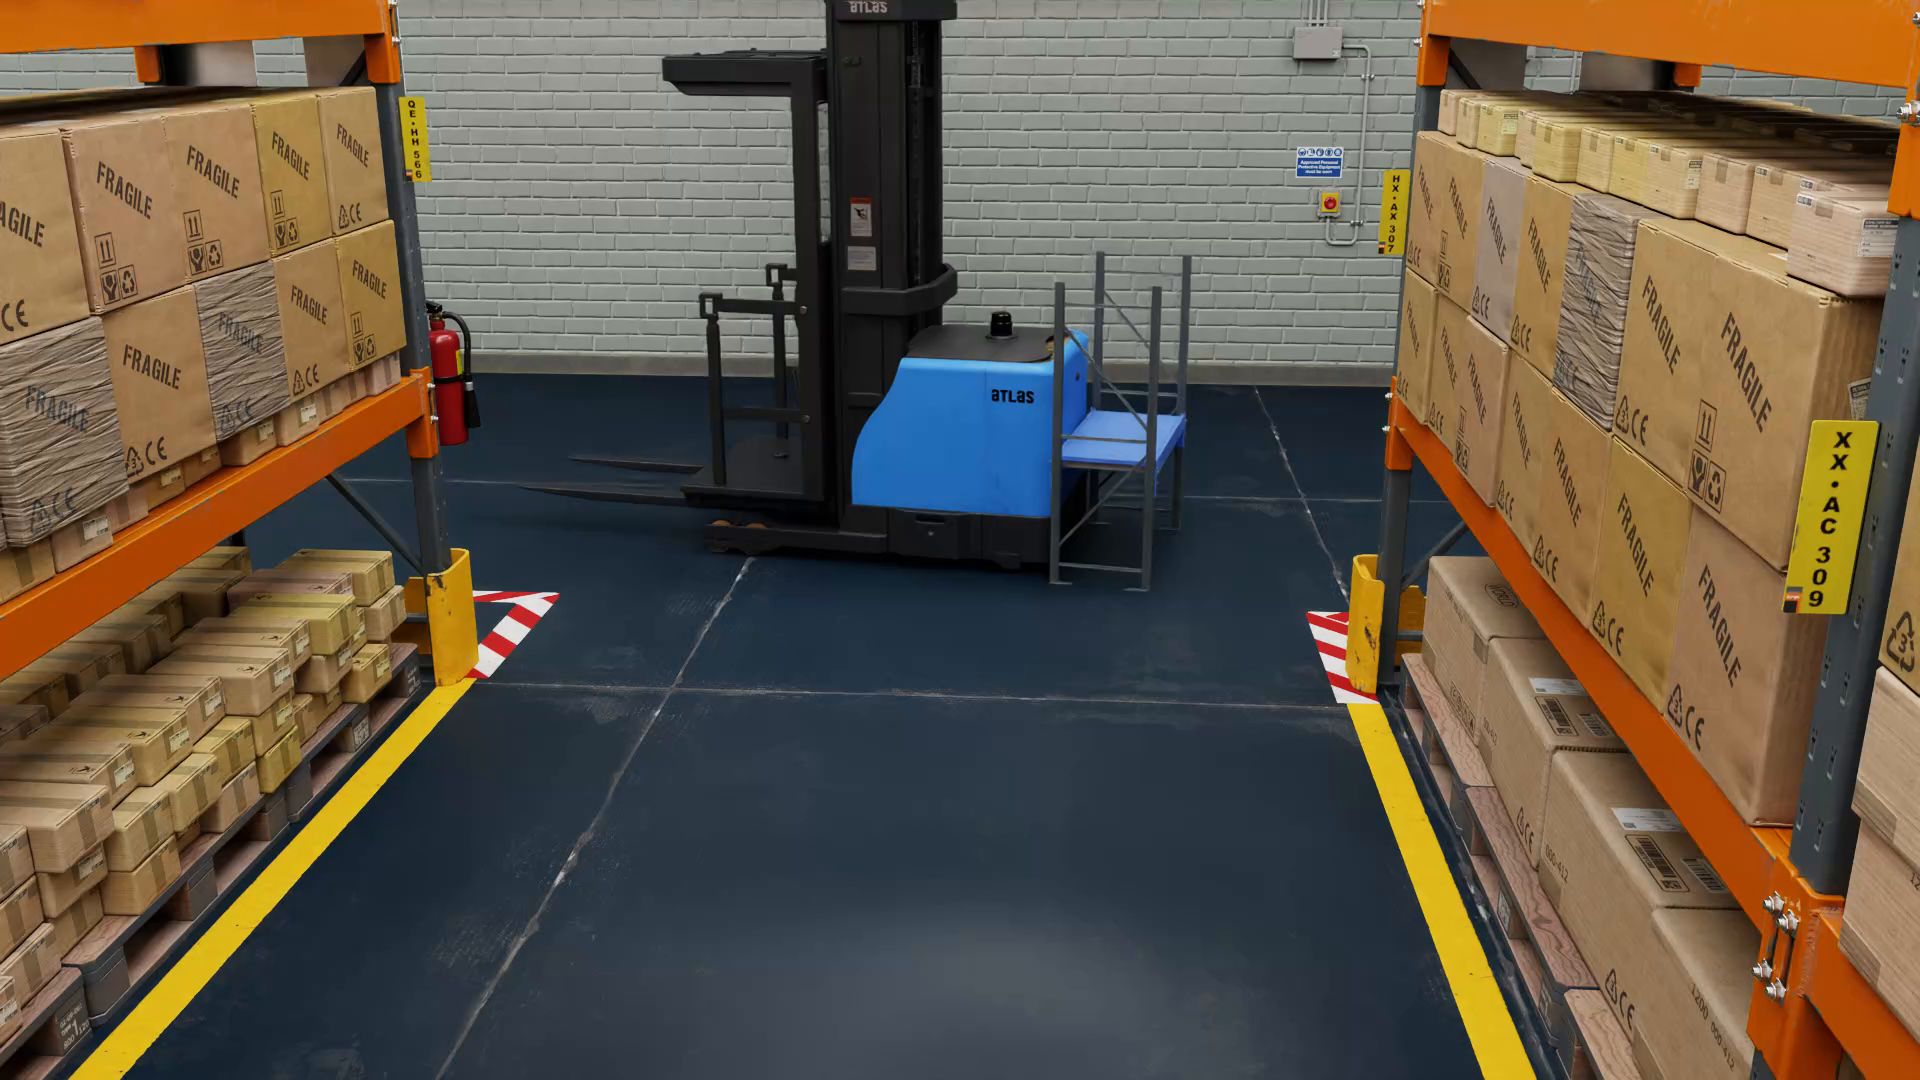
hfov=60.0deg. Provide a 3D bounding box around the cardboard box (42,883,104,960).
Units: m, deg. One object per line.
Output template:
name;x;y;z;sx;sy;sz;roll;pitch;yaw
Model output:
cardboard box;-2.699;1.072;4.739;0.380;0.149;0.250;1;18;2

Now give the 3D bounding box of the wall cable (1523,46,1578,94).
wall cable;4.044;-3.022;11.697;0.588;1.984;0.122;1;18;4

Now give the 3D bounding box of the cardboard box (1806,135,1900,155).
cardboard box;2.284;-0.894;4.027;0.380;0.149;0.250;1;18;4

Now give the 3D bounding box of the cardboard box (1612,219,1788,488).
cardboard box;1.764;-0.406;3.579;0.500;0.500;0.500;1;18;3

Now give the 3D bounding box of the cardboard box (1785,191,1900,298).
cardboard box;1.666;-0.507;2.845;0.380;0.149;0.250;1;18;3

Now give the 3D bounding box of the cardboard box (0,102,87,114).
cardboard box;-3.083;-1.107;5.241;0.500;0.500;0.500;1;18;3

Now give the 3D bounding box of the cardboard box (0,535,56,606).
cardboard box;-2.617;0.059;4.328;0.380;0.149;0.250;2;18;5

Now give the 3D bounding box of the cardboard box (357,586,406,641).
cardboard box;-2.450;0.289;6.649;0.380;0.149;0.250;1;18;2

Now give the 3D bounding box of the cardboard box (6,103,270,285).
cardboard box;-2.546;-1.092;5.194;0.500;0.500;0.500;2;18;7

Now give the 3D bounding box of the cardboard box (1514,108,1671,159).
cardboard box;1.898;-1.216;5.010;0.380;0.149;0.250;1;18;4

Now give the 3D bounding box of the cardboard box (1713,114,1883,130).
cardboard box;2.385;-1.133;4.755;0.380;0.149;0.250;2;18;5

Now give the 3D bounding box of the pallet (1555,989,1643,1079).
pallet;2.093;1.517;3.953;1.003;0.211;1.213;1;18;4

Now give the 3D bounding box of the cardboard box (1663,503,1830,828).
cardboard box;1.739;0.230;3.245;0.500;0.500;0.500;1;18;4

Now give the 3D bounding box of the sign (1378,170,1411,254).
sign;1.695;-1.279;6.491;0.100;0.325;0.005;1;18;4

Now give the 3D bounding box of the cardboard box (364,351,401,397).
cardboard box;-2.438;-0.668;6.547;0.380;0.149;0.250;1;18;4

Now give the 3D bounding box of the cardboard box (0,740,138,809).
cardboard box;-2.672;0.709;4.891;0.380;0.149;0.250;1;18;2

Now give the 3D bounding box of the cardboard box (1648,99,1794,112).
cardboard box;2.493;-1.369;5.476;0.380;0.149;0.250;1;18;3

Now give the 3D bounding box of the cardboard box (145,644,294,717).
cardboard box;-2.495;0.472;5.615;0.380;0.149;0.250;2;18;6

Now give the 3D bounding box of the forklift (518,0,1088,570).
forklift;-0.874;-1.467;8.692;3.031;2.935;1.130;4;19;13

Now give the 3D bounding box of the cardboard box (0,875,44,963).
cardboard box;-2.706;1.015;4.434;0.380;0.149;0.250;0;18;1

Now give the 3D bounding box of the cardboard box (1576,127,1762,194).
cardboard box;1.823;-0.979;4.286;0.380;0.149;0.250;1;18;4

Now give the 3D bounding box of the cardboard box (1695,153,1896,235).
cardboard box;1.821;-0.743;3.564;0.380;0.149;0.250;1;18;3

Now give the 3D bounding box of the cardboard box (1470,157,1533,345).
cardboard box;1.870;-0.875;5.009;0.500;0.500;0.500;1;18;3

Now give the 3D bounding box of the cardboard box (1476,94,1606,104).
cardboard box;1.998;-1.459;5.752;0.380;0.149;0.250;2;18;5

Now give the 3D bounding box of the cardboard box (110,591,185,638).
cardboard box;-3.119;0.297;6.149;0.380;0.149;0.250;1;18;4

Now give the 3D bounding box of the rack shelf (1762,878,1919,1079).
rack shelf;1.818;1.390;1.020;1.077;0.370;4.000;1;18;4

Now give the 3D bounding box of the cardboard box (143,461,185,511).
cardboard box;-2.621;-0.187;5.079;0.380;0.149;0.250;2;18;5

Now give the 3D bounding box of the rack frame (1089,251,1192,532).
rack frame;0.958;-0.783;8.905;0.500;1.500;0.032;5;19;15

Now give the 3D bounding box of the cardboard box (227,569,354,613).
cardboard box;-2.557;0.225;6.369;0.380;0.149;0.250;2;18;5

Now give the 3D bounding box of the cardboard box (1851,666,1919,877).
cardboard box;1.648;0.391;2.351;0.500;0.250;0.500;1;18;2

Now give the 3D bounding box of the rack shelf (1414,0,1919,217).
rack shelf;2.104;-1.278;4.344;1.077;0.370;4.000;1;18;4

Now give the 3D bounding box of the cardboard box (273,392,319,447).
cardboard box;-2.492;-0.433;5.832;0.380;0.149;0.250;2;18;5

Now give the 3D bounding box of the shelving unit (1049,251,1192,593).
shelving unit;0.824;-0.631;8.439;0.538;1.500;1.048;5;19;15

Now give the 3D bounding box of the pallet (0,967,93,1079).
pallet;-2.971;1.463;4.118;1.003;0.211;1.213;1;18;4

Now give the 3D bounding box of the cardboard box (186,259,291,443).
cardboard box;-2.541;-0.621;5.362;0.500;0.500;0.500;1;18;4

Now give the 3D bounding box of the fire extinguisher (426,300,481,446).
fire extinguisher;-2.219;-0.749;7.114;0.296;0.674;0.183;1;18;4

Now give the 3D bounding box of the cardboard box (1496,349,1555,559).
cardboard box;1.845;-0.249;4.706;0.500;0.500;0.500;2;18;6

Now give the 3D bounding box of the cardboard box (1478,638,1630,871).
cardboard box;2.243;0.694;5.428;0.875;0.438;0.875;2;18;5

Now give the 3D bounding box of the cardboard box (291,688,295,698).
cardboard box;-2.607;0.532;5.908;0.380;0.149;0.250;1;18;3

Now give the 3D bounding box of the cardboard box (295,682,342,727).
cardboard box;-2.549;0.591;6.206;0.380;0.149;0.250;1;18;4

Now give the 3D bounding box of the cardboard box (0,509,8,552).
cardboard box;-2.668;-0.143;3.905;0.500;0.500;0.500;1;18;4

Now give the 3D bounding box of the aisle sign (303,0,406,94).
aisle sign;-2.392;-2.146;6.480;0.394;0.787;0.004;1;18;4

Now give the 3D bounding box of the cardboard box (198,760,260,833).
cardboard box;-2.549;0.833;5.468;0.380;0.149;0.250;2;18;5

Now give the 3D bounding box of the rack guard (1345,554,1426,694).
rack guard;2.249;0.365;7.007;1.175;0.500;0.348;1;18;4

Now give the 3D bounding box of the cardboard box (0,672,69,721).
cardboard box;-3.148;0.542;5.400;0.380;0.149;0.250;2;18;5

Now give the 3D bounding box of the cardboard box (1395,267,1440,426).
cardboard box;1.927;-0.720;6.144;0.500;0.500;0.500;1;18;3

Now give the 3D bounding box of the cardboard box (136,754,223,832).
cardboard box;-2.539;0.777;5.160;0.380;0.149;0.250;1;18;4
